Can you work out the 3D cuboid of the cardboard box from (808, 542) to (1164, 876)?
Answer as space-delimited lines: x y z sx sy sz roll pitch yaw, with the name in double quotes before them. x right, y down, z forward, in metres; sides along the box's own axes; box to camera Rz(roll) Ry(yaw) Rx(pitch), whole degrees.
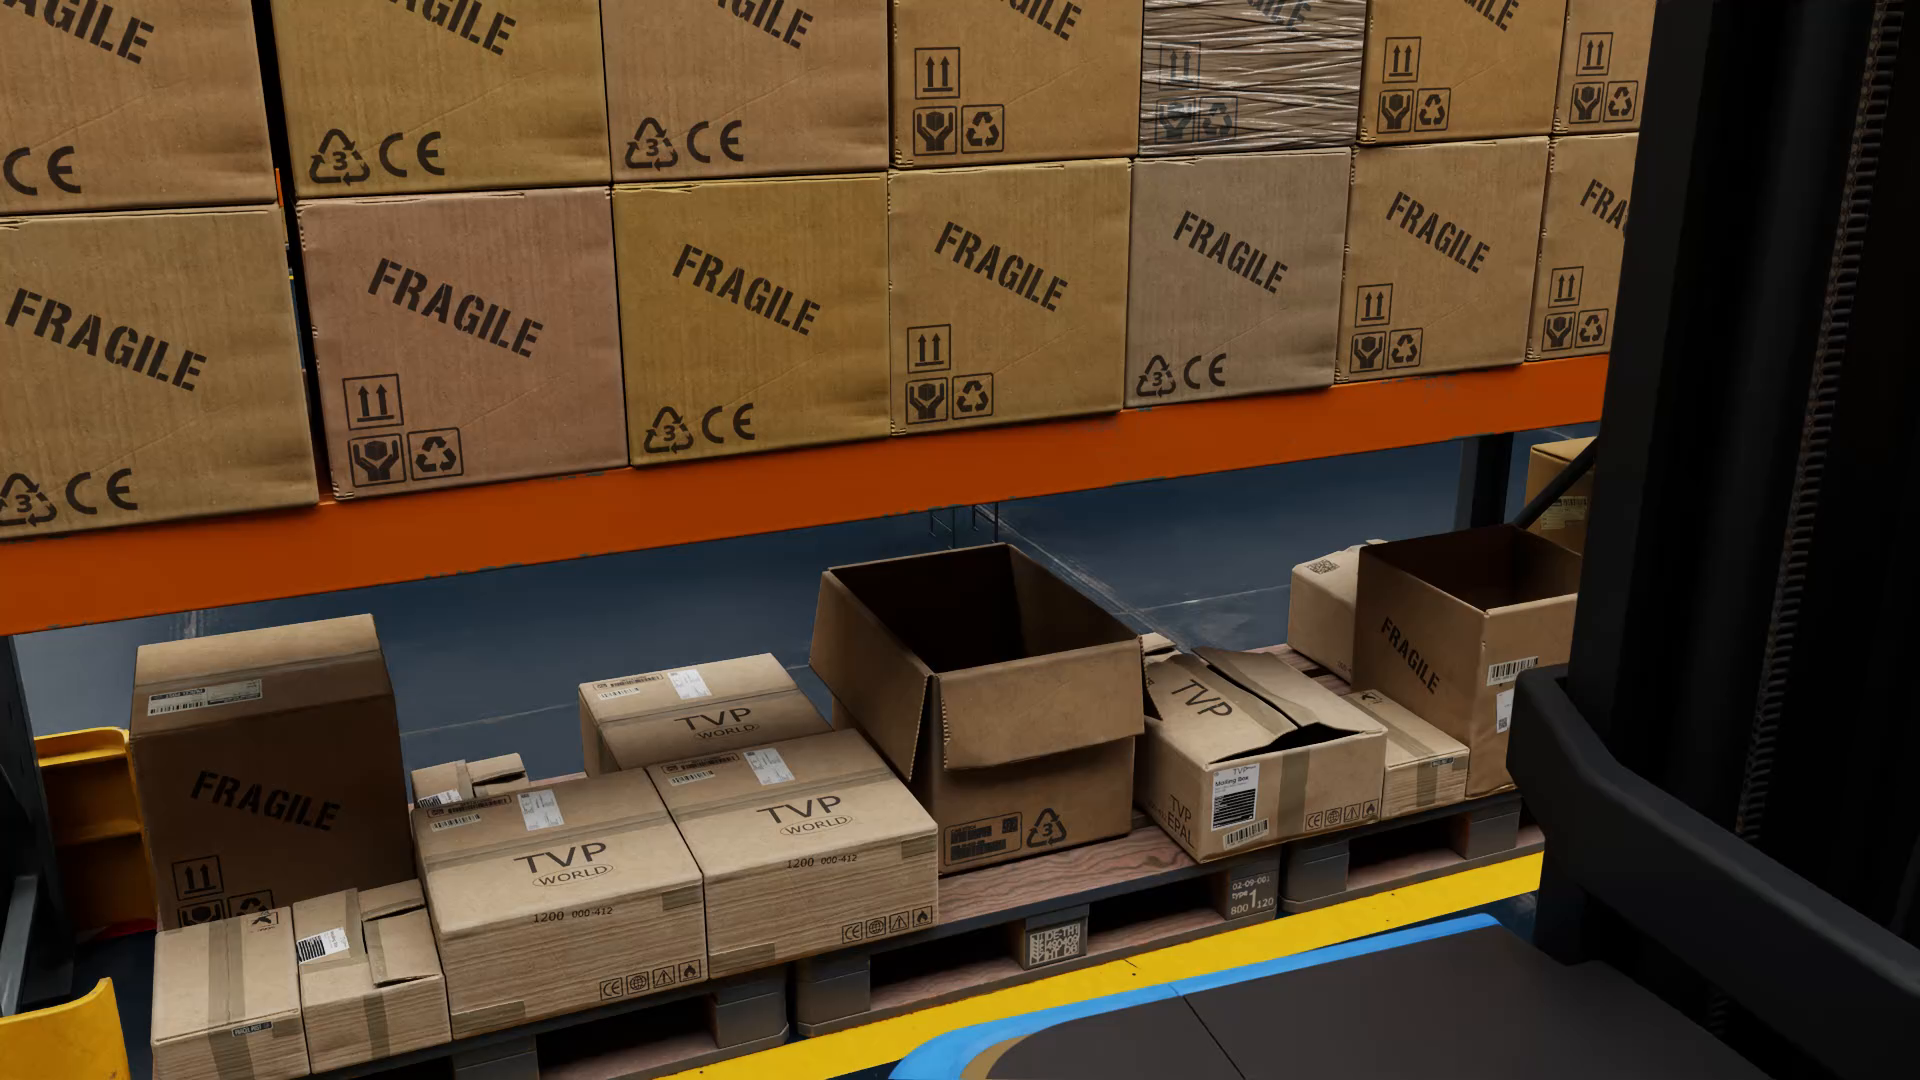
"cardboard box" 0.048 0.380 4.022 0.637 0.503 0.797 -8 21 -22

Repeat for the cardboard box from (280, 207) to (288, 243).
"cardboard box" -5.266 -2.638 12.065 0.875 0.875 0.875 -8 21 -22

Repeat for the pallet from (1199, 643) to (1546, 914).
"pallet" 1.140 0.567 4.594 1.213 0.211 1.003 -8 21 -22

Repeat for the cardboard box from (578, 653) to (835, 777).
"cardboard box" -0.616 0.515 4.021 0.500 0.250 0.500 -8 21 -22

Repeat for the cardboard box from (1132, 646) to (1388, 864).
"cardboard box" 0.672 0.482 4.021 0.500 0.311 0.500 -8 21 -22

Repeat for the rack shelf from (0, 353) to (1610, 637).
"rack shelf" -0.065 -0.236 3.759 4.000 0.370 1.077 -8 21 -22

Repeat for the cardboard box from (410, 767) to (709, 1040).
"cardboard box" -0.831 0.726 3.420 0.500 0.250 0.500 -8 21 -22

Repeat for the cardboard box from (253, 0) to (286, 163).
"cardboard box" -1.138 -1.040 3.303 0.500 0.500 0.500 -8 21 -20

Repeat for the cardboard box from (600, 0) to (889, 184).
"cardboard box" -0.451 -0.944 3.031 0.500 0.500 0.500 -8 21 -21

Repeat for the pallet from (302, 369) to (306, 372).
"pallet" -3.088 -0.605 7.921 1.213 0.211 1.003 -8 21 -22

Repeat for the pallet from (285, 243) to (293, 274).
"pallet" -5.119 -2.147 12.303 1.213 0.211 1.003 -8 21 -22

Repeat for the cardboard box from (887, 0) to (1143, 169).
"cardboard box" 0.015 -1.011 3.222 0.500 0.500 0.500 -8 21 -22

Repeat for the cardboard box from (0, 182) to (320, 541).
"cardboard box" -1.390 -0.337 2.813 0.500 0.500 0.500 -8 21 -21

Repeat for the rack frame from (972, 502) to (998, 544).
"rack frame" 0.097 -0.580 6.362 0.006 1.200 0.240 -8 21 -22

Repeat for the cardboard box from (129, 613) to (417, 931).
"cardboard box" -1.500 0.513 3.651 0.500 0.500 0.500 -8 21 -22

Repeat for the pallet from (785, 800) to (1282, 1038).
"pallet" 0.018 0.729 4.134 1.213 0.211 1.003 -8 21 -22

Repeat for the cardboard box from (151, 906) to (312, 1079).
"cardboard box" -1.381 0.875 3.151 0.250 0.149 0.380 -8 21 -22

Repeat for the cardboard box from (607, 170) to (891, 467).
"cardboard box" -0.456 -0.472 3.195 0.500 0.500 0.500 -8 21 -22

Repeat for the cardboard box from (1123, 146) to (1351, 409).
"cardboard box" 0.470 -0.605 3.573 0.500 0.500 0.500 -8 21 -21

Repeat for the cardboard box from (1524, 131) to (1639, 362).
"cardboard box" 1.414 -0.742 3.961 0.500 0.500 0.500 -8 21 -21

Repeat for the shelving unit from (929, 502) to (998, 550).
"shelving unit" 0.013 -0.568 6.328 0.189 1.200 0.258 -8 21 -22

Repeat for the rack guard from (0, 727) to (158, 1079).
"rack guard" -1.832 0.857 3.336 0.348 0.500 1.175 -8 21 -22

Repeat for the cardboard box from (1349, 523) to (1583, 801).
"cardboard box" 1.360 0.295 4.270 0.500 0.500 0.500 -8 21 -22

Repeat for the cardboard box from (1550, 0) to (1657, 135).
"cardboard box" 1.409 -1.212 3.791 0.500 0.500 0.500 -8 21 -22

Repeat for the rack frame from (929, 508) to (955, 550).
"rack frame" -0.071 -0.556 6.294 0.006 1.200 0.240 -8 21 -22

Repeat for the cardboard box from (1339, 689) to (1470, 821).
"cardboard box" 1.040 0.528 4.136 0.250 0.149 0.380 -8 21 -22

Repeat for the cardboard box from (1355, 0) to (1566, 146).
"cardboard box" 0.940 -1.143 3.597 0.500 0.500 0.500 -9 21 -23

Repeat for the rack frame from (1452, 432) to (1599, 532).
"rack frame" 1.771 -0.838 4.387 0.127 3.000 1.000 -8 21 -22

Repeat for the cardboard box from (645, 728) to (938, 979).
"cardboard box" -0.372 0.661 3.607 0.500 0.250 0.500 -8 21 -22

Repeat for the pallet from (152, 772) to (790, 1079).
"pallet" -1.100 0.888 3.682 1.213 0.211 1.003 -8 21 -22

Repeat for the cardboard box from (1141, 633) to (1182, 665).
"cardboard box" 0.510 0.397 4.483 0.250 0.166 0.380 -8 21 -22

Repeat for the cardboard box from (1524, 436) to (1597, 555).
"cardboard box" 2.111 -0.019 5.161 0.500 0.500 0.500 -8 21 -22

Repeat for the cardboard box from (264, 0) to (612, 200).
"cardboard box" -0.913 -0.880 2.849 0.500 0.500 0.500 -8 21 -21

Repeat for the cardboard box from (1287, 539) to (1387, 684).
"cardboard box" 1.300 0.212 4.791 0.500 0.311 0.500 -8 21 -22

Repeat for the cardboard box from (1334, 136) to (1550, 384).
"cardboard box" 0.941 -0.673 3.767 0.500 0.500 0.500 -8 21 -20

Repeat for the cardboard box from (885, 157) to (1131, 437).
"cardboard box" 0.004 -0.537 3.381 0.500 0.500 0.500 -8 21 -21

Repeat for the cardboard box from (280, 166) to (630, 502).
"cardboard box" -0.918 -0.407 3.010 0.500 0.500 0.500 -8 21 -22

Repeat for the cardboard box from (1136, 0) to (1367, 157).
"cardboard box" 0.477 -1.077 3.409 0.500 0.500 0.500 -8 21 -21

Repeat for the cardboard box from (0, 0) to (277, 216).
"cardboard box" -1.390 -0.809 2.647 0.500 0.500 0.500 -7 21 -20

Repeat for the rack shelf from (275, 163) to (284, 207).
"rack shelf" -2.024 -1.747 8.050 4.000 0.370 1.077 -8 21 -22

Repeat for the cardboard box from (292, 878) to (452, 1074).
"cardboard box" -1.151 0.834 3.242 0.250 0.166 0.380 -8 21 -22

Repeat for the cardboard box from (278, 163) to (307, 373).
"cardboard box" -1.123 -0.571 3.475 0.500 0.500 0.500 -8 21 -21

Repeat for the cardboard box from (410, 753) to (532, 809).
"cardboard box" -1.092 0.644 3.779 0.250 0.166 0.380 -8 21 -22

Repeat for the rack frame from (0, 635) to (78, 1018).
"rack frame" -1.902 -0.312 2.892 0.127 3.000 1.000 -8 21 -22
